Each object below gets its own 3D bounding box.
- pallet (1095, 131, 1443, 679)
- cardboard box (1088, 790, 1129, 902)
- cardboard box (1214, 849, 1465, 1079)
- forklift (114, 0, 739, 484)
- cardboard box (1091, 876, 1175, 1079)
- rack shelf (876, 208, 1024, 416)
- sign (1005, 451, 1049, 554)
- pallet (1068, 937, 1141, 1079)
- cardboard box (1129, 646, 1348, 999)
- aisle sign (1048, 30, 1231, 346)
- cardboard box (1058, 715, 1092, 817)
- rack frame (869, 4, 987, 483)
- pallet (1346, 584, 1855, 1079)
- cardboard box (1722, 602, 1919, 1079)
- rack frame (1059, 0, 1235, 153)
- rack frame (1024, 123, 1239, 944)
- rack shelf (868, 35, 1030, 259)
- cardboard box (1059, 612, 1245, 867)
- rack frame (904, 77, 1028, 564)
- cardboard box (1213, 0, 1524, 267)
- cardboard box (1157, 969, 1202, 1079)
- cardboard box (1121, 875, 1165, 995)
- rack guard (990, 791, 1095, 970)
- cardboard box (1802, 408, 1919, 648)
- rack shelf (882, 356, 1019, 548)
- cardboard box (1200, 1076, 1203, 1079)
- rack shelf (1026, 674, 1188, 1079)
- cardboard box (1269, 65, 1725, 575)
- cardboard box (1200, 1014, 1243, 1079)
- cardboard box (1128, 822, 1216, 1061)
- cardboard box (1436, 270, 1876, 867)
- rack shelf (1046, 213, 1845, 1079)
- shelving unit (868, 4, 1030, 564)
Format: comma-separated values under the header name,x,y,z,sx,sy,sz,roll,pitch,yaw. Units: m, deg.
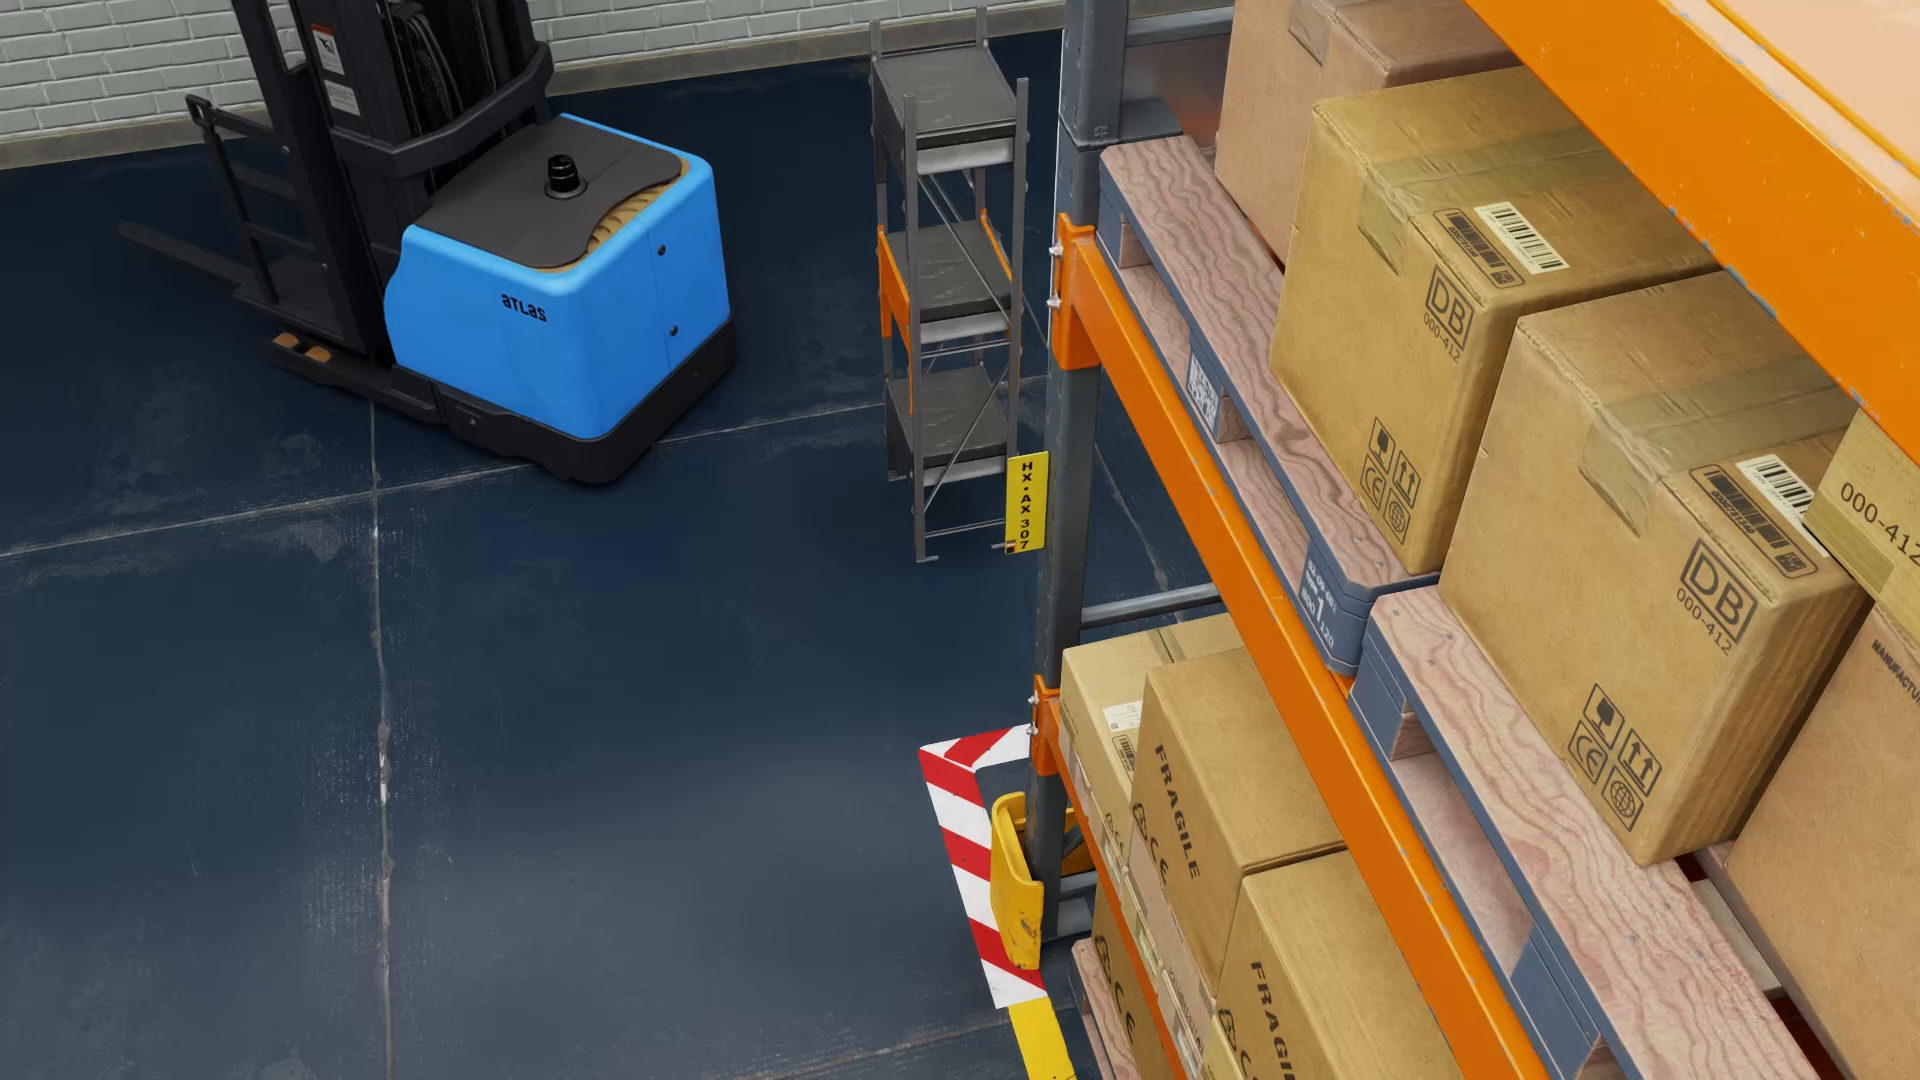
name,x,y,z,sx,sy,sz,roll,pitch,yaw
pallet,0.901,-0.363,2.967,1.003,0.211,1.213,-11,47,-10
cardboard box,0.540,0.716,4.124,0.380,0.149,0.250,-11,47,-11
cardboard box,0.829,0.914,3.126,0.500,0.500,0.500,-12,47,-11
forklift,-2.533,-2.031,6.688,3.031,2.935,1.130,22,49,20
cardboard box,0.942,1.170,4.697,0.875,0.875,0.875,-11,47,-10
rack shelf,-0.042,-0.840,6.122,0.431,0.518,0.480,-11,47,-10
sign,0.163,-0.088,4.074,0.100,0.325,0.005,-11,47,-10
pallet,0.981,1.659,4.976,1.003,0.211,1.213,-11,47,-10
cardboard box,0.691,0.557,3.475,0.500,0.500,0.500,-12,47,-11
aisle sign,0.392,-0.759,3.574,0.394,0.787,0.004,-11,47,-10
cardboard box,0.473,0.539,4.297,0.380,0.149,0.250,-10,46,-10
rack frame,-0.105,-1.018,6.277,0.400,2.100,0.015,-11,47,-10
pallet,1.217,0.481,2.140,1.003,0.211,1.213,-11,47,-10
cardboard box,1.336,0.352,1.770,0.700,0.500,0.500,-9,46,-9
rack frame,0.701,-1.954,2.364,1.000,3.000,0.127,-11,47,-10
rack frame,0.701,0.146,4.507,1.000,3.000,0.127,-11,47,-10
rack shelf,-0.042,-1.330,5.622,0.431,0.518,0.480,-11,47,-10
cardboard box,0.563,0.475,4.081,0.500,0.250,0.500,-12,47,-11
rack frame,0.020,-0.681,5.947,0.400,2.100,0.015,-11,47,-10
cardboard box,0.886,-0.772,2.872,0.700,0.500,0.500,-13,47,-13
cardboard box,0.673,1.072,3.775,0.380,0.149,0.250,-11,47,-11
cardboard box,0.606,0.893,3.951,0.380,0.149,0.250,-12,47,-11
rack guard,0.695,1.004,5.416,1.175,0.500,0.348,-11,47,-10
cardboard box,1.208,0.013,1.578,0.500,0.250,0.500,-12,47,-12
rack shelf,-0.042,-0.350,6.622,0.431,0.518,0.480,-11,47,-10
cardboard box,0.737,1.248,3.603,0.380,0.149,0.250,-12,47,-11
rack shelf,1.213,1.778,3.411,1.077,0.370,4.000,-11,47,-10
cardboard box,0.913,-0.362,2.470,0.700,0.500,0.500,-12,47,-12
cardboard box,0.827,1.180,3.390,0.500,0.250,0.500,-12,47,-12
cardboard box,0.702,0.832,3.731,0.500,0.250,0.500,-11,47,-11
cardboard box,1.092,-0.013,2.129,0.700,0.500,0.500,-14,47,-13
rack shelf,1.213,0.728,2.340,1.077,0.370,4.000,-11,47,-10
shelving unit,-0.042,-0.849,6.112,0.431,2.100,0.503,-11,47,-10
